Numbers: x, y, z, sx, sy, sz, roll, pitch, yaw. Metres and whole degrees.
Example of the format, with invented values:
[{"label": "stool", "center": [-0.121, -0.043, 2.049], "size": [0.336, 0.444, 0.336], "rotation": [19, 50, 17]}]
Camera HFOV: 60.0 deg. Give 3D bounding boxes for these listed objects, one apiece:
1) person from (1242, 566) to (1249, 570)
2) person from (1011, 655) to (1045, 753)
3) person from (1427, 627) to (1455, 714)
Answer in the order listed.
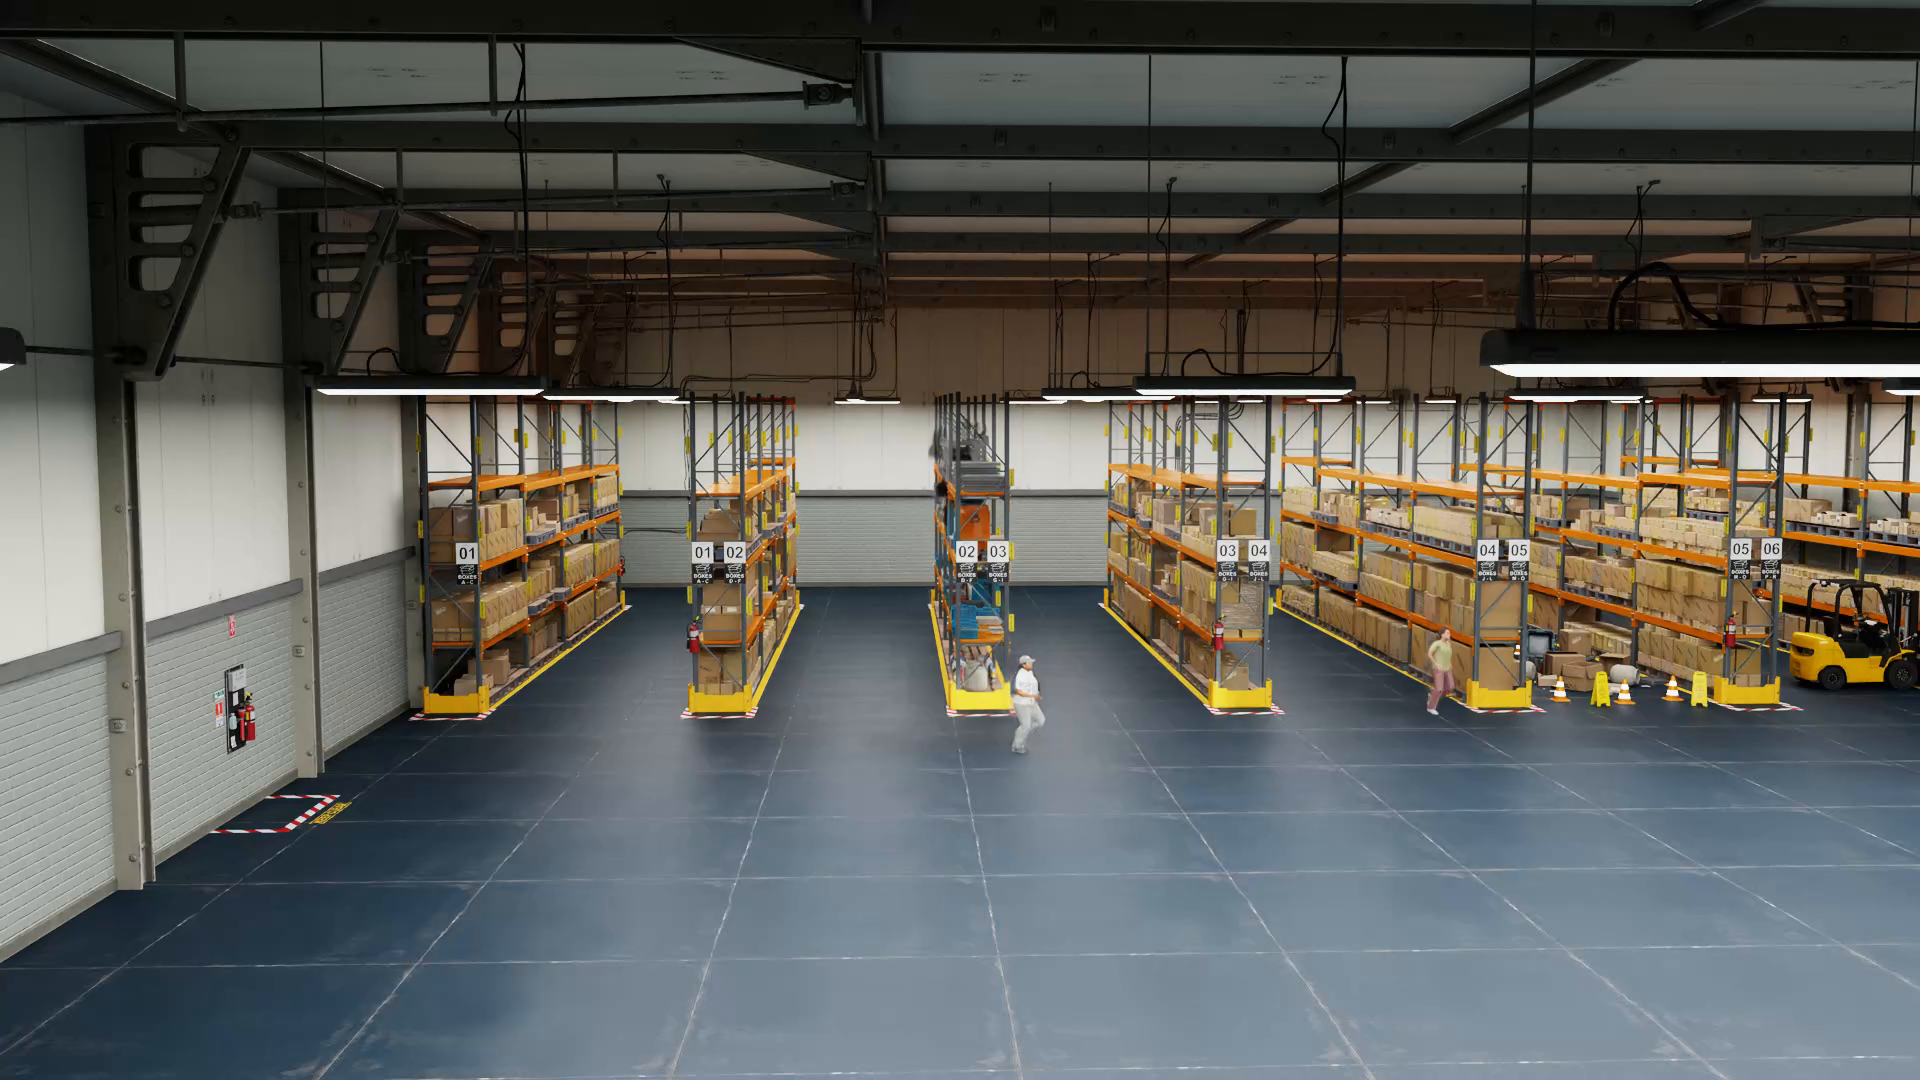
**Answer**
[{"label": "person", "center": [8.132, 1.054, 48.416], "size": [0.655, 1.587, 0.616], "rotation": [3, 5, 32]}, {"label": "person", "center": [1.129, 2.705, 27.446], "size": [0.575, 1.623, 0.579], "rotation": [2, 5, 23]}, {"label": "person", "center": [9.036, 2.440, 31.132], "size": [0.631, 1.628, 0.533], "rotation": [-3, 5, -30]}]
